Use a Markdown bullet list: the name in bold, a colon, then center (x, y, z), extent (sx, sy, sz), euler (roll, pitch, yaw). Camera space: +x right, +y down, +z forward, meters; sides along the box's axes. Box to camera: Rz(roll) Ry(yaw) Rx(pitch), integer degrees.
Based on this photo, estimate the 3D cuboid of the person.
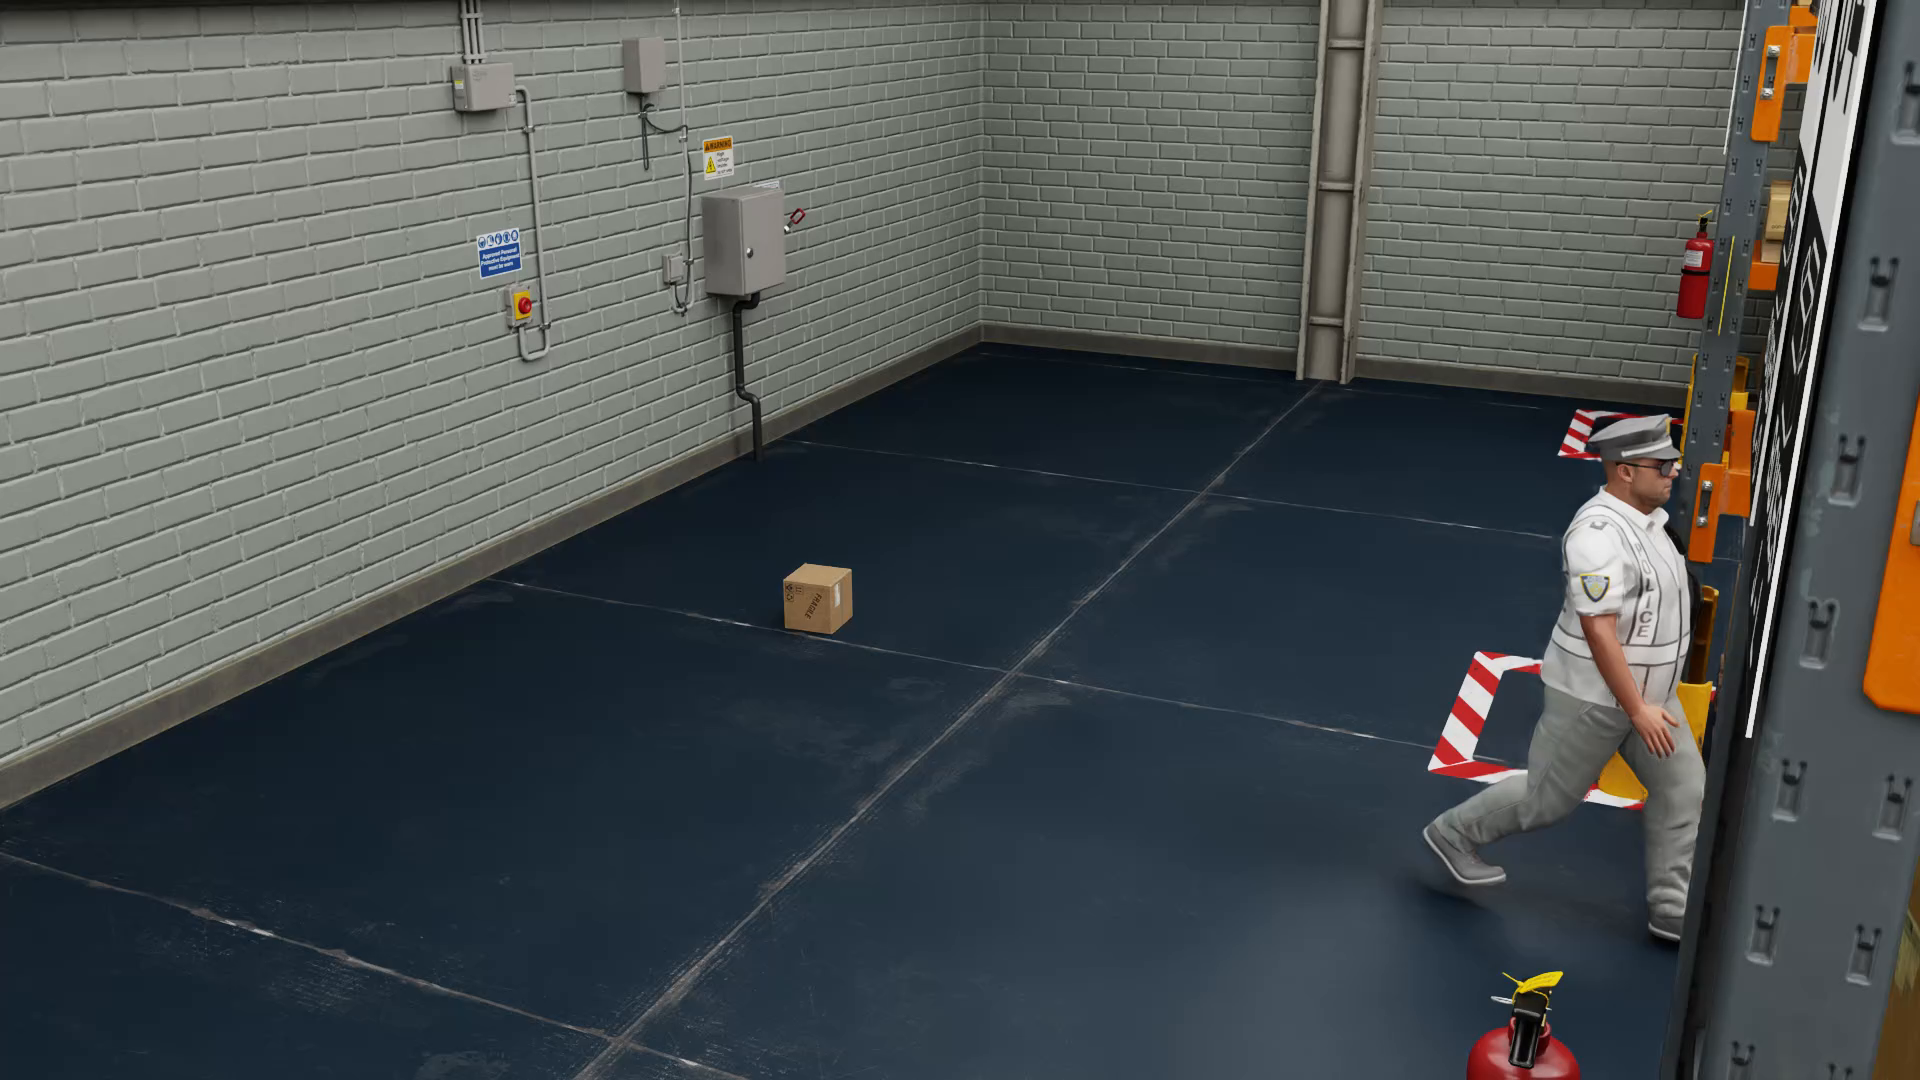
- **person**: center (2.053, 0.435, 5.249), extent (0.530, 1.719, 1.049), euler (-18, 26, -42)
